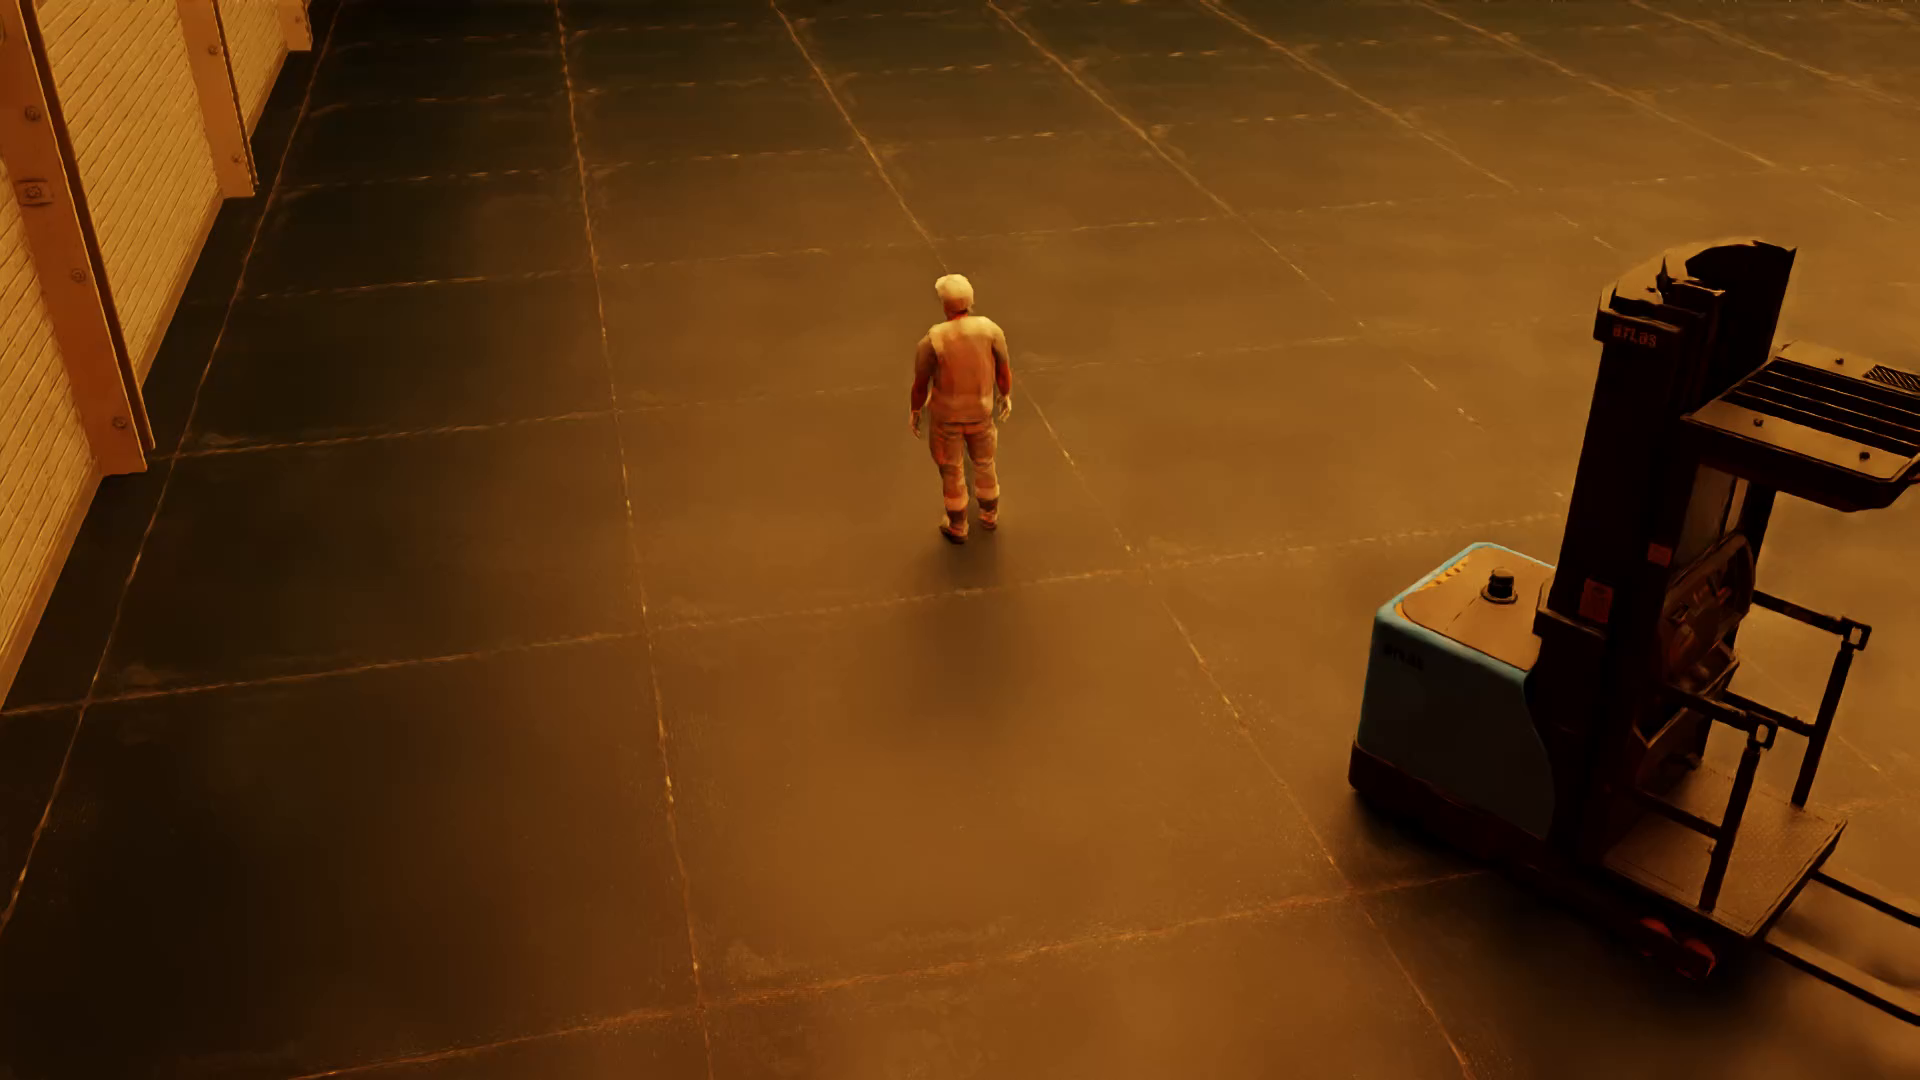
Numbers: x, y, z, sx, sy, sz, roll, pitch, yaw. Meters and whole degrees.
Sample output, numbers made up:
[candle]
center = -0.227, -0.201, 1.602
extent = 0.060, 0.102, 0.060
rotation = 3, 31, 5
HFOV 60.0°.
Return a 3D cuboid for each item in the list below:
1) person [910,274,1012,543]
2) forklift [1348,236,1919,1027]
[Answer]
[person]
center = -0.008, -0.821, 10.118
extent = 0.637, 1.787, 0.563
rotation = -7, 31, -12
[forklift]
center = 3.335, 0.339, 6.989
extent = 3.031, 2.935, 1.130
rotation = 26, 39, 38
